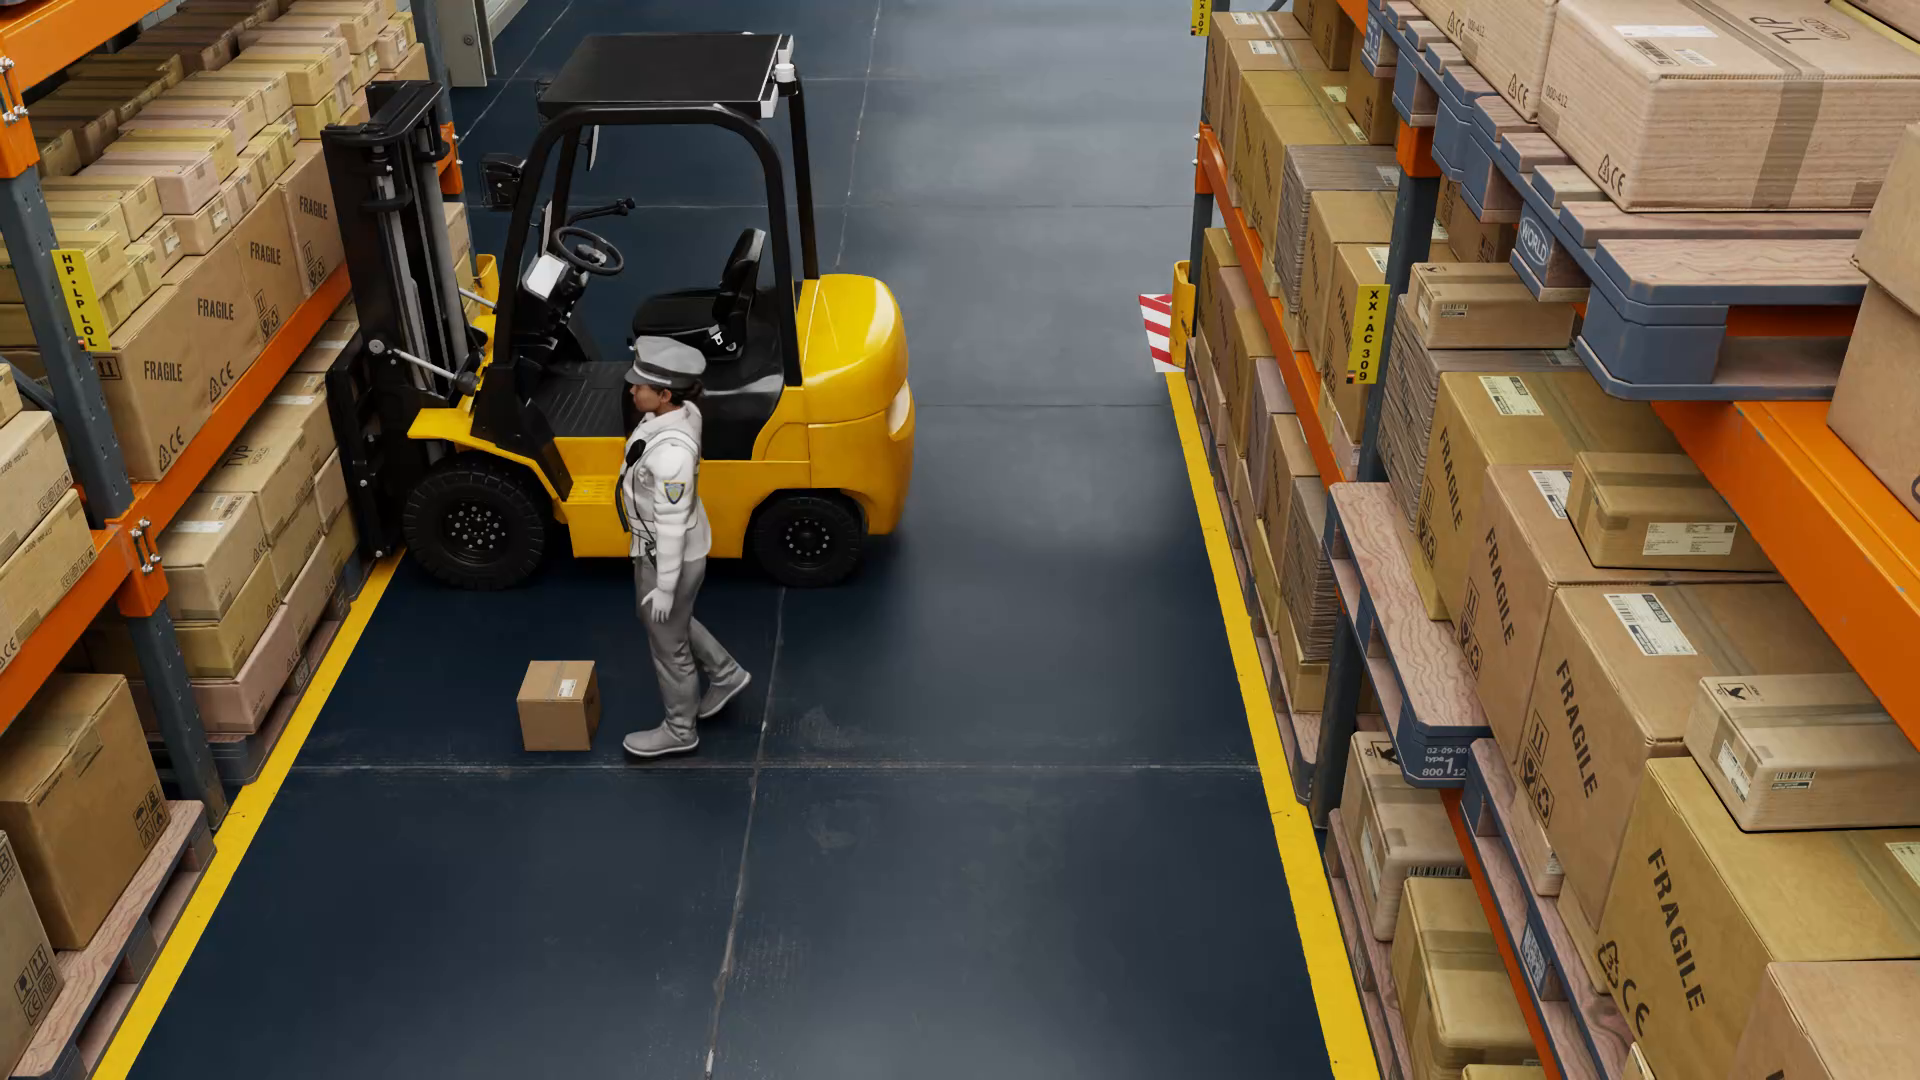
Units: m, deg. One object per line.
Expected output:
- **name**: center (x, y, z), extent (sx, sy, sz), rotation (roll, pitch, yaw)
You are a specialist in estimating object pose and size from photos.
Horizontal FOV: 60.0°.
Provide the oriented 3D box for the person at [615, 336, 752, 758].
- **person**: center (-1.048, 0.052, 6.013), extent (0.497, 1.692, 0.509), rotation (-3, 32, -5)
